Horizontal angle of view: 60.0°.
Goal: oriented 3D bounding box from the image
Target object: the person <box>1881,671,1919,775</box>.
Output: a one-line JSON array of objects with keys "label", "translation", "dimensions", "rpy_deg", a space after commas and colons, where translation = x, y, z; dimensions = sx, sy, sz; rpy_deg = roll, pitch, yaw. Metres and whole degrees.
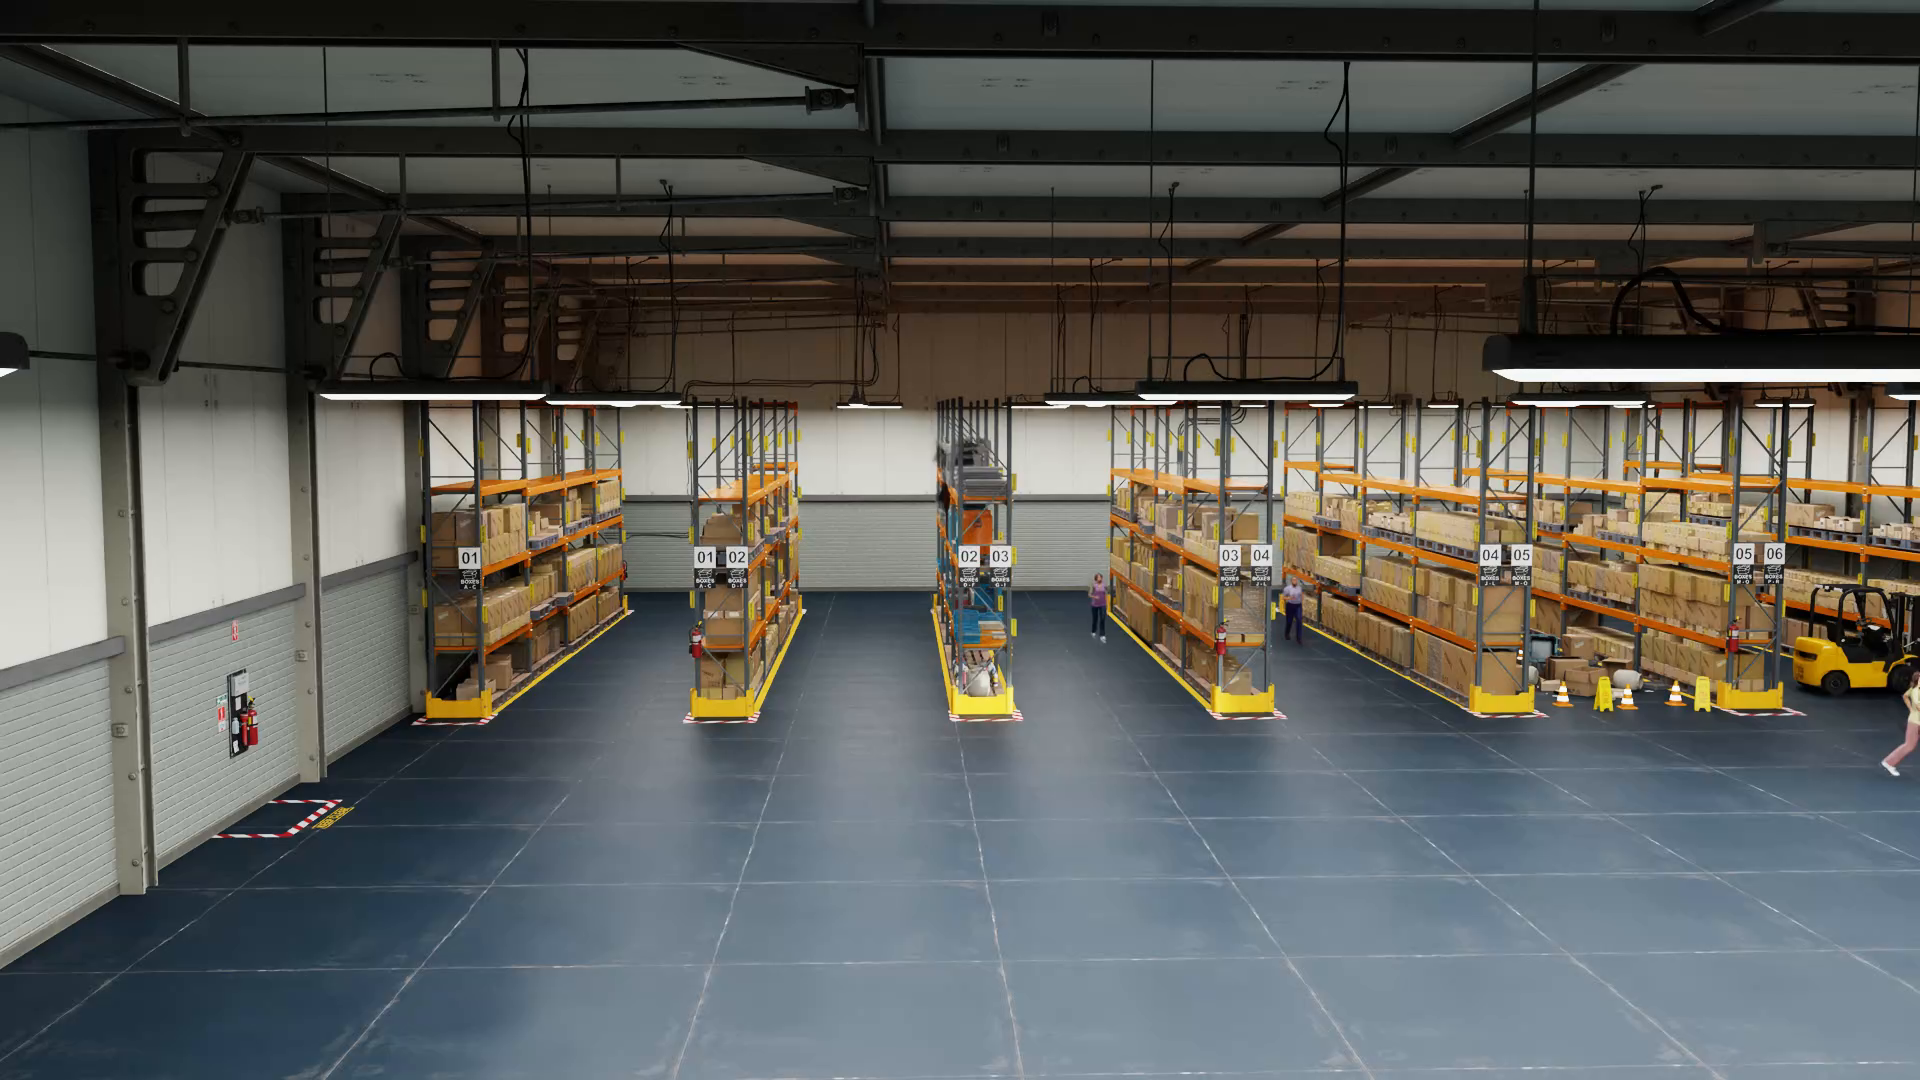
[{"label": "person", "translation": [14.824, 2.875, 25.787], "dimensions": [0.894, 1.696, 0.593], "rpy_deg": [3, 6, 37]}]

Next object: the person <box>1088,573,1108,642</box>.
[{"label": "person", "translation": [3.285, 1.578, 39.395], "dimensions": [0.538, 1.610, 0.808], "rpy_deg": [-1, 5, -12]}]

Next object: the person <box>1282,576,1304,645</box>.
[{"label": "person", "translation": [8.231, 1.703, 41.004], "dimensions": [0.602, 1.645, 0.913], "rpy_deg": [0, 4, -4]}]
